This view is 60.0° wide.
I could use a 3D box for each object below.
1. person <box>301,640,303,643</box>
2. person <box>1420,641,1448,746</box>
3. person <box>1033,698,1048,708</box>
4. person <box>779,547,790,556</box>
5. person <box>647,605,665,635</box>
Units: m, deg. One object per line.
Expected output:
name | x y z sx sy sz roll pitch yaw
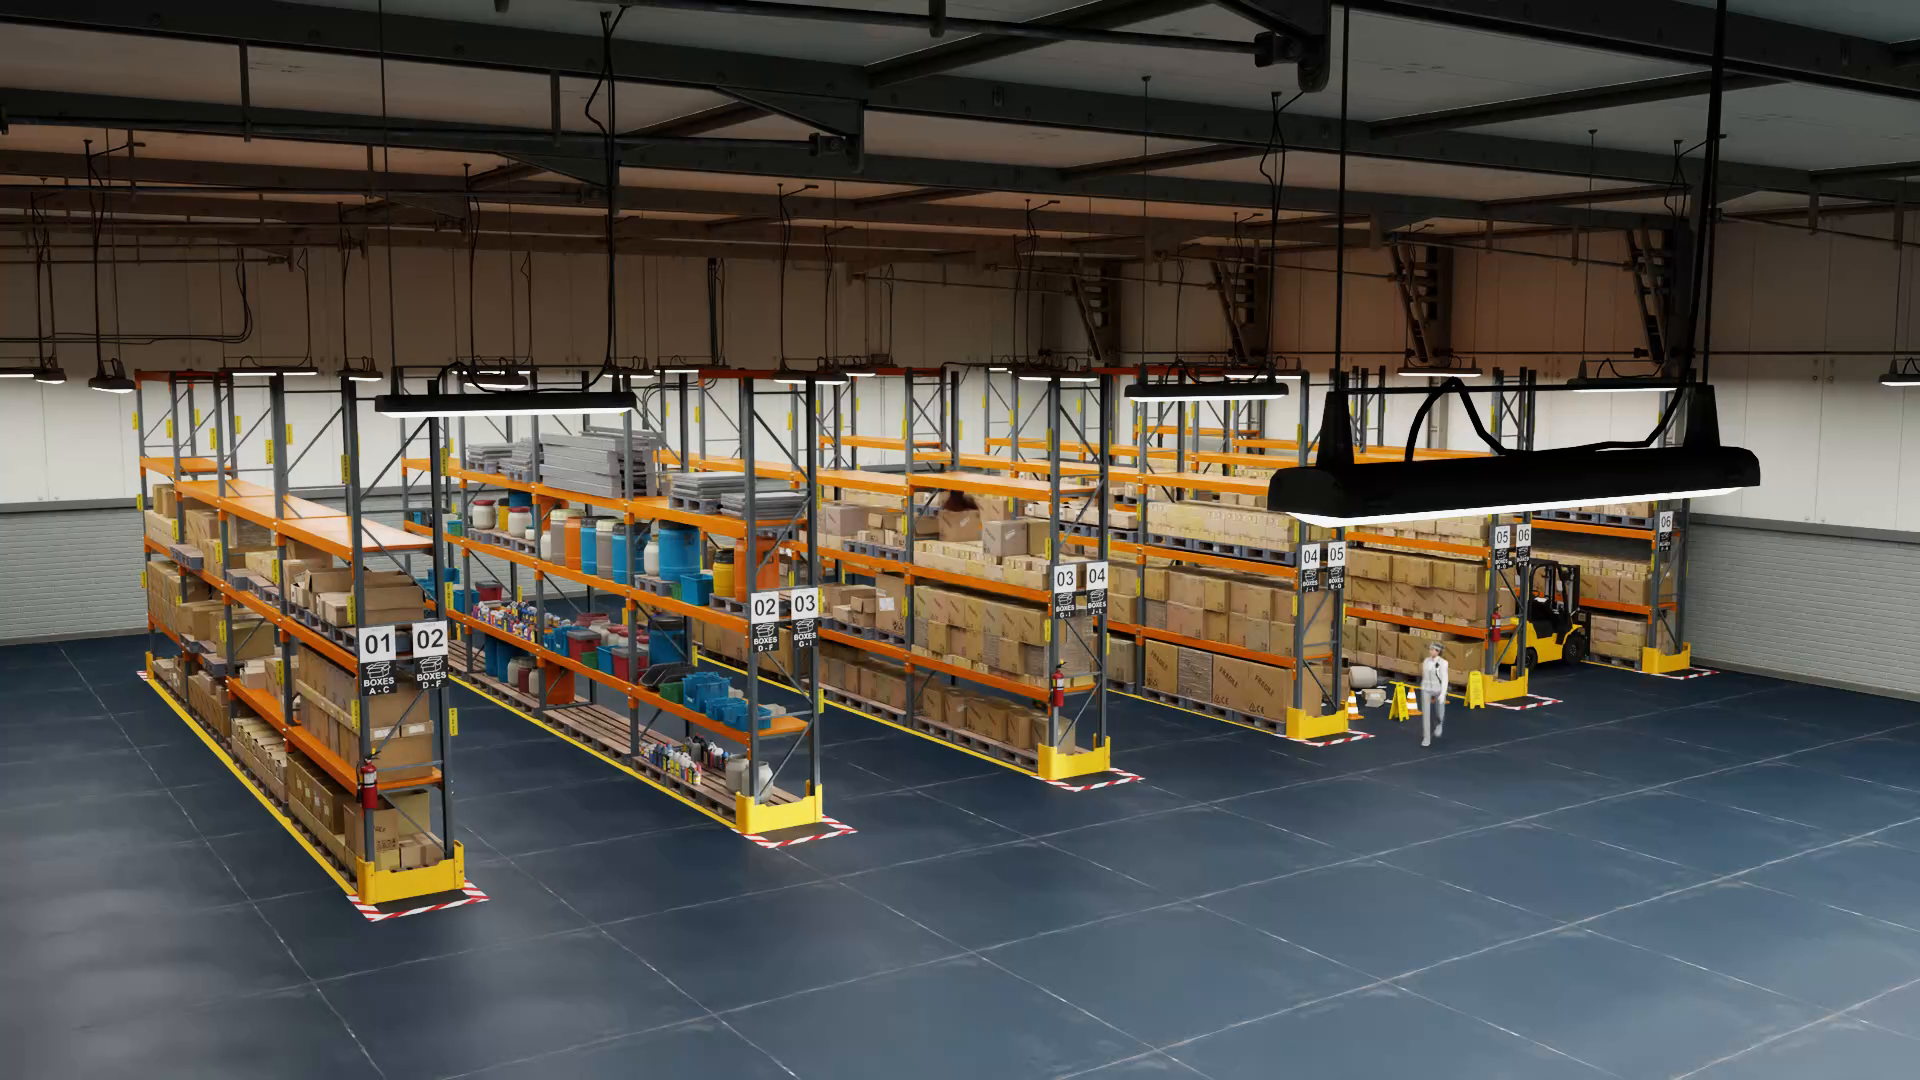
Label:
person | -13.383 1.623 34.486 0.645 1.655 0.498 -2 7 -18
person | 7.676 2.453 26.941 0.434 1.675 0.760 2 7 17
person | 1.410 2.112 29.718 0.618 1.775 0.485 -1 6 -7
person | -4.753 0.458 44.608 0.487 1.658 0.776 5 8 40
person | -5.700 1.972 31.541 0.494 1.600 0.951 -5 8 -39
